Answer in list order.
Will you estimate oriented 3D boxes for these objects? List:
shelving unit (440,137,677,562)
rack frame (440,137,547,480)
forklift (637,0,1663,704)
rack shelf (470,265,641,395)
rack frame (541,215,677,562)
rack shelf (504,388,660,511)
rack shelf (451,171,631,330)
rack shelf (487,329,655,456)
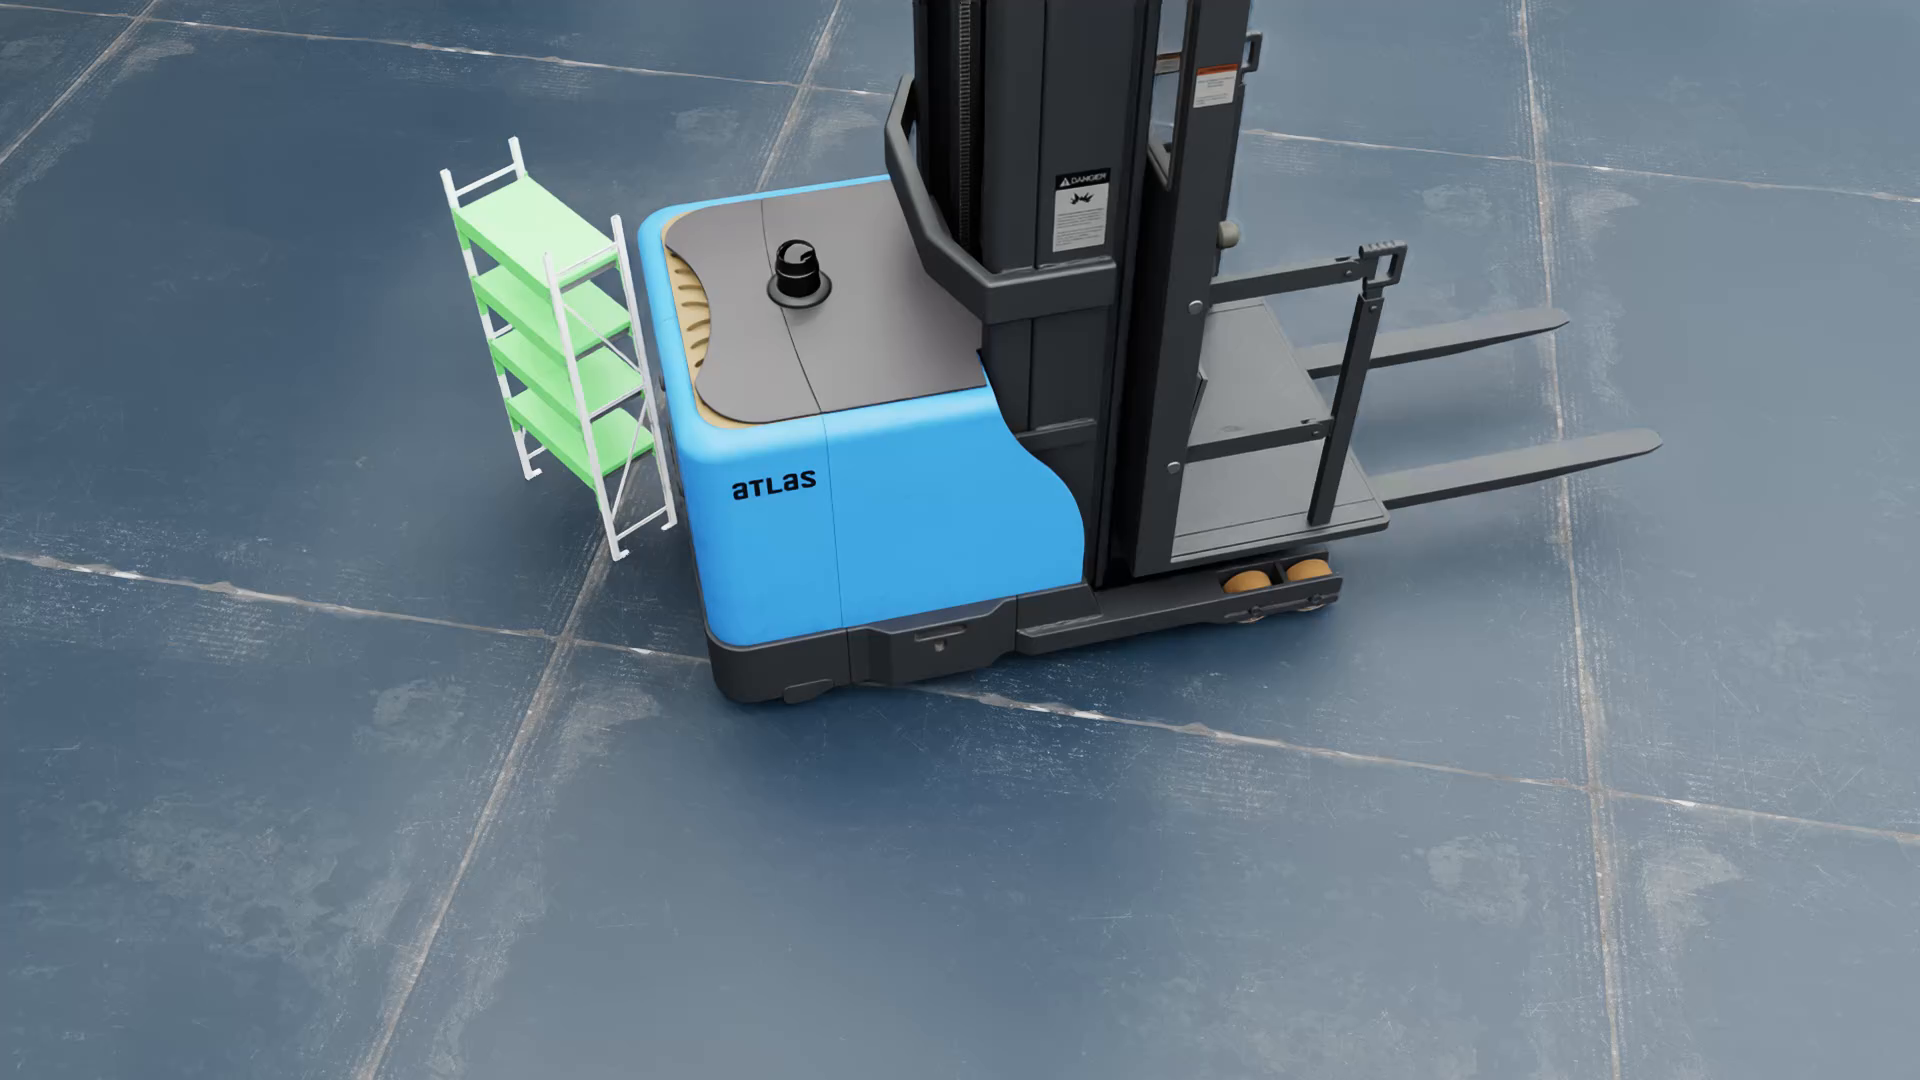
[{"bbox_3d":[-1.160,-0.530,4.919,0.258,1.200,0.503,-35,57,-27],"label":"shelving unit"},{"bbox_3d":[-1.327,-0.662,5.038,0.240,1.200,0.015,-35,57,-27],"label":"rack frame"},{"bbox_3d":[0.661,-1.102,4.270,3.031,2.935,1.130,-11,49,-9],"label":"forklift"},{"bbox_3d":[-1.160,-0.647,4.788,0.258,0.148,0.480,-35,57,-27],"label":"rack shelf"},{"bbox_3d":[-0.992,-0.398,4.801,0.240,1.200,0.015,-35,57,-27],"label":"rack frame"},{"bbox_3d":[-1.160,-0.327,5.145,0.258,0.148,0.480,-35,57,-27],"label":"rack shelf"},{"bbox_3d":[-1.160,-0.808,4.610,0.258,0.148,0.480,-35,57,-27],"label":"rack shelf"},{"bbox_3d":[-1.160,-0.487,4.967,0.258,0.148,0.480,-35,57,-27],"label":"rack shelf"}]
